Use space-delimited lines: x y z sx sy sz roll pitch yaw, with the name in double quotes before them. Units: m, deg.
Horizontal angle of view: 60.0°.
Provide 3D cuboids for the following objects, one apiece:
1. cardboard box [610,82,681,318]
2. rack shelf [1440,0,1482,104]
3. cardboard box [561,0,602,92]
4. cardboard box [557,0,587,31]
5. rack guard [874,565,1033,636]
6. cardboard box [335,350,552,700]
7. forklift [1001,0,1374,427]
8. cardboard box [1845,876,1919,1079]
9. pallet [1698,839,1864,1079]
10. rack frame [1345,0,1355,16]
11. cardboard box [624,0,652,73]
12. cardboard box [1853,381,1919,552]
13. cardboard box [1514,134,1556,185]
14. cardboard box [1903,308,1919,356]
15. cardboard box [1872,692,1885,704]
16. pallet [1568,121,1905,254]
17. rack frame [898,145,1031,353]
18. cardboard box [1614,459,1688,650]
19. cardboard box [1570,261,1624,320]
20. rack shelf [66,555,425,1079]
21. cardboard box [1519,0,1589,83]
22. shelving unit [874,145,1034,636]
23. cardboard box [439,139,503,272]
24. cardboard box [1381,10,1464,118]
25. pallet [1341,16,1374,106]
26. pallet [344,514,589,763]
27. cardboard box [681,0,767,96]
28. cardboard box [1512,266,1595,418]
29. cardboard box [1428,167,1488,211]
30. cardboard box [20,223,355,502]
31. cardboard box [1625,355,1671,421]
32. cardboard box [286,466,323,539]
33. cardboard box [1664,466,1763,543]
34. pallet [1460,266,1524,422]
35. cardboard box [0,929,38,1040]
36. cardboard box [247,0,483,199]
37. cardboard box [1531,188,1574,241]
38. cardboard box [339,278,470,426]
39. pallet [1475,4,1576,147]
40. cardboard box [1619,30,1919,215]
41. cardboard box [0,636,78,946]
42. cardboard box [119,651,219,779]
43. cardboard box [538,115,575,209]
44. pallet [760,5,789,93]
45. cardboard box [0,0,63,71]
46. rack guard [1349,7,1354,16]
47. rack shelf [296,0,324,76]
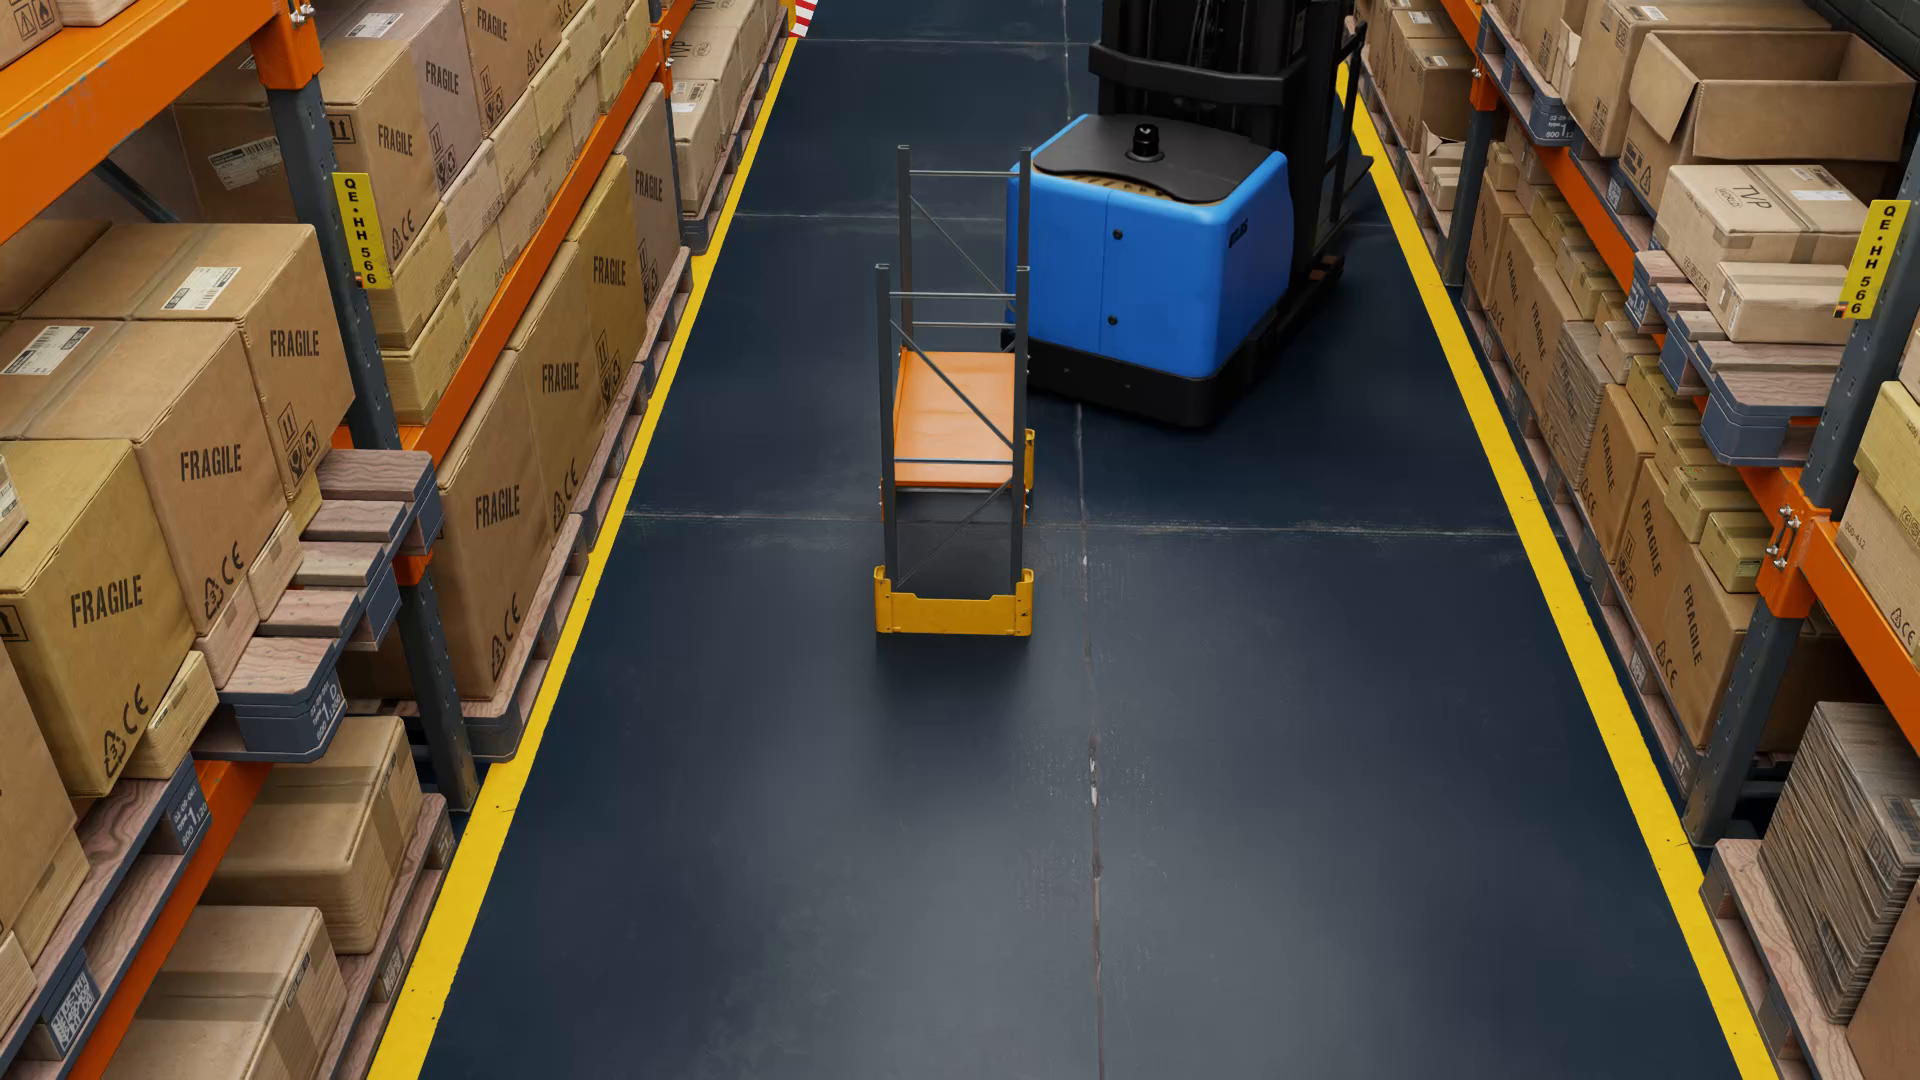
"cardboard box" -1.892 -1.614 7.920 0.875 0.875 0.875 2 35 3
"rack shelf" 3.093 -3.411 9.621 1.077 0.370 4.000 1 35 2
"cardboard box" -1.749 -1.968 6.638 0.500 0.250 0.500 2 35 3
"cardboard box" -1.767 -2.268 6.412 0.500 0.500 0.500 2 35 3
"rack guard" -0.023 0.228 6.209 0.587 0.250 0.087 1 35 2
"cardboard box" -1.997 -0.068 5.721 0.875 0.875 0.875 1 35 1
"forklift" 1.335 -2.525 7.793 1.130 2.935 3.031 17 39 23
"cardboard box" 2.795 1.275 4.027 0.875 0.625 0.625 2 35 3
"pallet" 2.780 1.354 4.639 1.003 0.211 1.213 1 35 2
"rack frame" 3.173 -4.855 11.049 1.000 3.000 0.127 1 35 2
"cardboard box" -1.713 -2.344 7.607 0.500 0.250 0.500 1 35 1
"cardboard box" 2.565 -0.153 4.055 0.500 0.250 0.500 1 35 2
"cardboard box" 2.770 -1.742 7.606 0.380 0.149 0.250 0 35 0
"cardboard box" 3.029 -0.763 4.775 0.500 0.500 0.500 3 35 4
"cardboard box" 3.149 0.357 5.442 0.500 0.500 0.500 3 35 4
"pallet" 2.926 -1.297 6.154 1.003 0.211 1.213 1 35 2
"rack frame" 0.017 -0.857 6.665 0.500 1.500 0.032 1 35 2
"cardboard box" 2.685 0.057 5.869 0.500 0.500 0.500 1 35 1
"cardboard box" 2.743 -1.019 6.836 0.380 0.149 0.250 3 35 4
"rack shelf" -2.188 1.072 3.241 1.077 0.370 4.000 1 35 2
"cardboard box" 2.749 -2.199 6.818 0.700 0.500 0.500 2 35 2
"shelving unit" -0.003 -0.570 6.256 0.587 1.500 1.083 1 35 2
"cardboard box" -1.819 -1.096 5.397 0.500 0.250 0.500 2 35 3
"cardboard box" 2.860 -2.863 10.024 0.500 0.500 0.500 2 35 3
"pallet" 3.139 -3.212 11.137 1.003 0.211 1.213 1 35 2
"pallet" -2.001 0.319 6.113 1.003 0.211 1.213 1 35 2
"cardboard box" -1.741 -3.183 10.534 0.875 0.438 0.875 2 35 3
"cardboard box" 2.733 -0.840 7.145 0.500 0.500 0.500 0 35 0
"cardboard box" 2.742 -1.889 8.943 0.380 0.149 0.250 0 35 0
"cardboard box" -1.848 -0.438 4.053 0.500 0.500 0.500 0 35 1
"cardboard box" 2.719 -0.564 6.189 0.380 0.149 0.250 1 35 1
"cardboard box" -1.824 -0.090 4.123 0.380 0.149 0.250 2 35 3
"cardboard box" 2.599 -0.120 5.557 0.380 0.149 0.250 0 35 -1
"pallet" 3.018 -0.947 7.915 1.003 0.211 1.213 1 35 2
"cardboard box" -1.850 0.800 2.857 0.380 0.149 0.250 3 35 4
"cardboard box" -1.833 -1.384 5.154 0.500 0.500 0.500 1 35 2
"cardboard box" 2.800 -1.463 7.467 0.380 0.149 0.250 0 35 -1
"cardboard box" -1.837 -0.585 5.104 0.500 0.250 0.500 1 35 1
"pallet" 2.872 -2.021 7.185 1.003 0.211 1.213 1 35 2
"cardboard box" 2.733 -1.415 5.699 0.797 0.503 0.637 1 35 1
"cardboard box" -1.900 0.463 2.771 0.500 0.500 0.500 0 35 0
"cardboard box" -1.805 0.358 3.485 0.380 0.149 0.250 2 35 3
"cardboard box" -1.790 -1.465 6.357 0.500 0.250 0.500 1 35 2
"pallet" -1.740 -3.365 11.355 1.003 0.211 1.213 1 35 2
"cardboard box" -2.156 -1.095 3.003 0.700 0.500 0.500 1 35 2
"rack guard" 3.170 -3.788 11.706 1.175 0.500 0.348 1 35 2
"rack shelf" -2.027 -2.453 5.648 1.077 0.370 4.000 1 35 2
